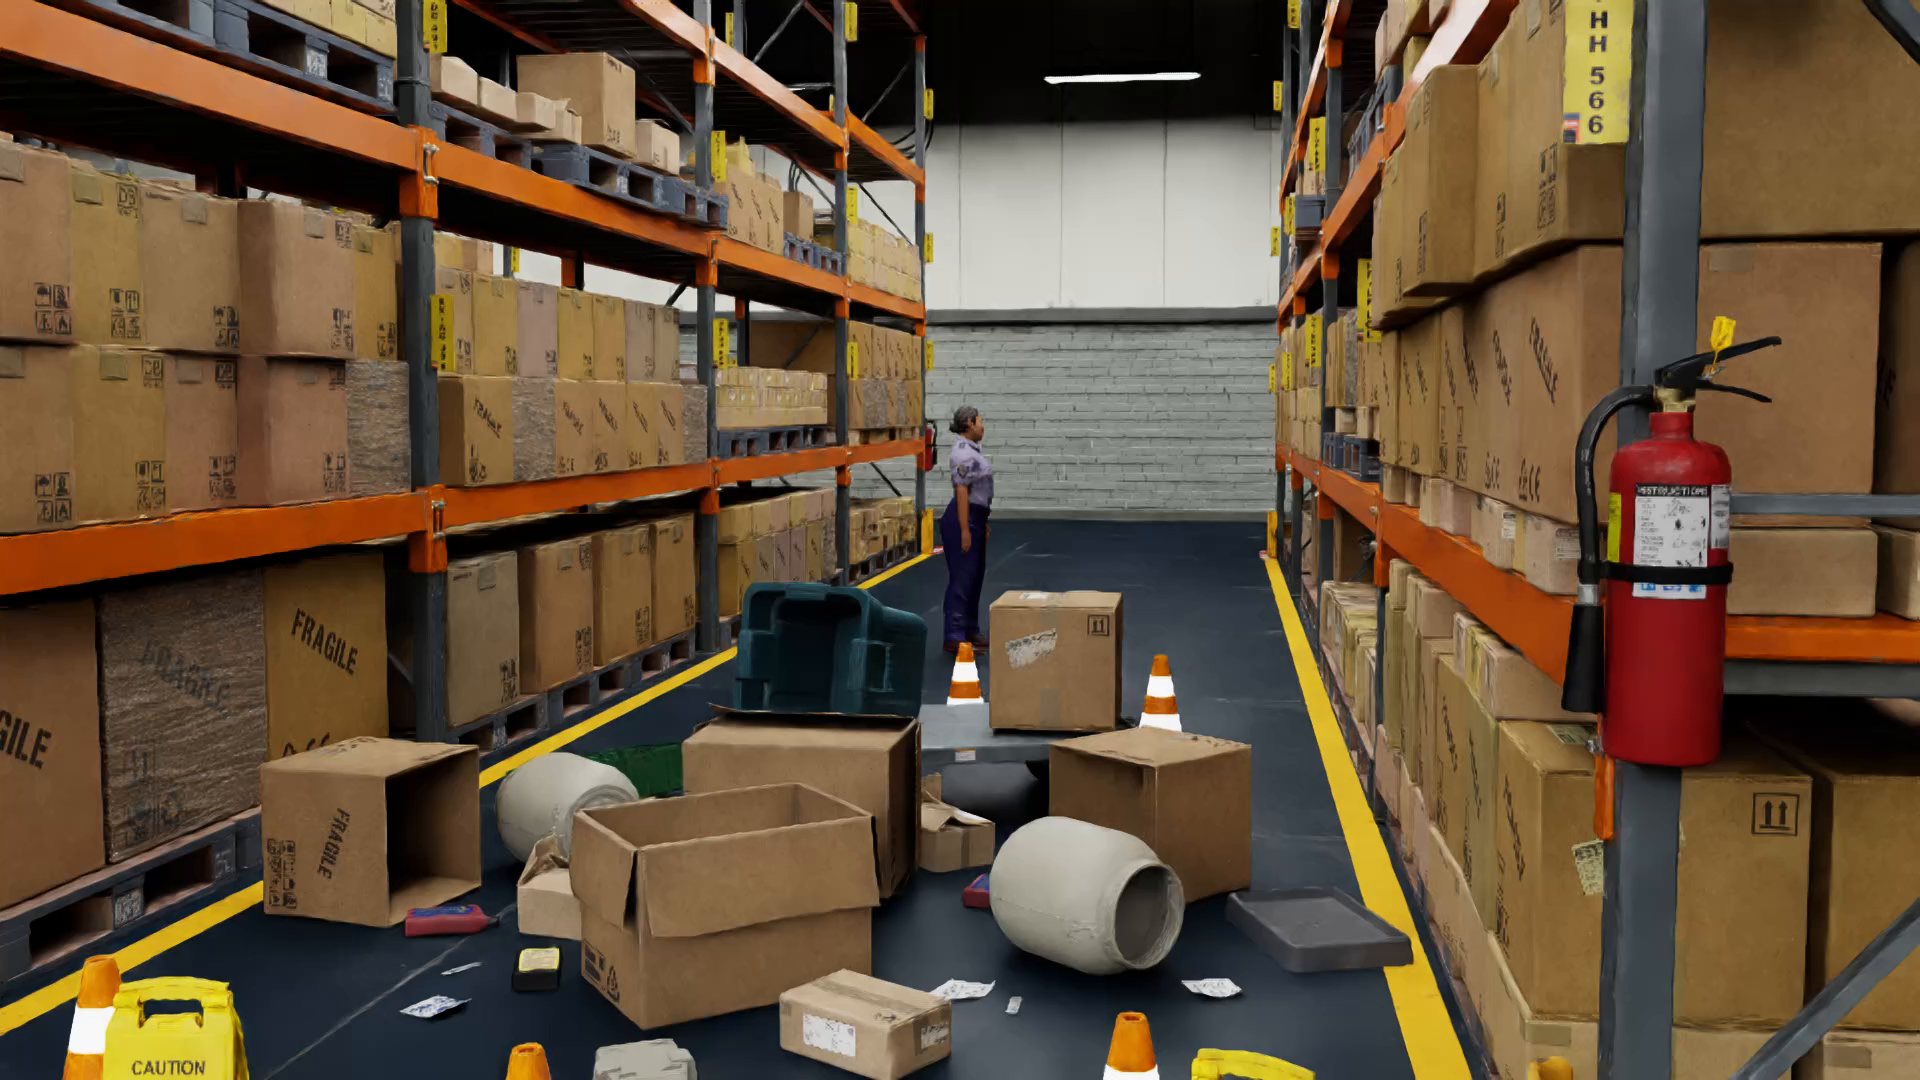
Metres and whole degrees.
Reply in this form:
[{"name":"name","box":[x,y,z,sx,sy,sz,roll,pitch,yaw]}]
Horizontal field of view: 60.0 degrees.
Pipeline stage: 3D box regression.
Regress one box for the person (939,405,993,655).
[{"name":"person","box":[0.056,-0.070,11.210,0.379,1.640,0.520,0,5,5]}]
